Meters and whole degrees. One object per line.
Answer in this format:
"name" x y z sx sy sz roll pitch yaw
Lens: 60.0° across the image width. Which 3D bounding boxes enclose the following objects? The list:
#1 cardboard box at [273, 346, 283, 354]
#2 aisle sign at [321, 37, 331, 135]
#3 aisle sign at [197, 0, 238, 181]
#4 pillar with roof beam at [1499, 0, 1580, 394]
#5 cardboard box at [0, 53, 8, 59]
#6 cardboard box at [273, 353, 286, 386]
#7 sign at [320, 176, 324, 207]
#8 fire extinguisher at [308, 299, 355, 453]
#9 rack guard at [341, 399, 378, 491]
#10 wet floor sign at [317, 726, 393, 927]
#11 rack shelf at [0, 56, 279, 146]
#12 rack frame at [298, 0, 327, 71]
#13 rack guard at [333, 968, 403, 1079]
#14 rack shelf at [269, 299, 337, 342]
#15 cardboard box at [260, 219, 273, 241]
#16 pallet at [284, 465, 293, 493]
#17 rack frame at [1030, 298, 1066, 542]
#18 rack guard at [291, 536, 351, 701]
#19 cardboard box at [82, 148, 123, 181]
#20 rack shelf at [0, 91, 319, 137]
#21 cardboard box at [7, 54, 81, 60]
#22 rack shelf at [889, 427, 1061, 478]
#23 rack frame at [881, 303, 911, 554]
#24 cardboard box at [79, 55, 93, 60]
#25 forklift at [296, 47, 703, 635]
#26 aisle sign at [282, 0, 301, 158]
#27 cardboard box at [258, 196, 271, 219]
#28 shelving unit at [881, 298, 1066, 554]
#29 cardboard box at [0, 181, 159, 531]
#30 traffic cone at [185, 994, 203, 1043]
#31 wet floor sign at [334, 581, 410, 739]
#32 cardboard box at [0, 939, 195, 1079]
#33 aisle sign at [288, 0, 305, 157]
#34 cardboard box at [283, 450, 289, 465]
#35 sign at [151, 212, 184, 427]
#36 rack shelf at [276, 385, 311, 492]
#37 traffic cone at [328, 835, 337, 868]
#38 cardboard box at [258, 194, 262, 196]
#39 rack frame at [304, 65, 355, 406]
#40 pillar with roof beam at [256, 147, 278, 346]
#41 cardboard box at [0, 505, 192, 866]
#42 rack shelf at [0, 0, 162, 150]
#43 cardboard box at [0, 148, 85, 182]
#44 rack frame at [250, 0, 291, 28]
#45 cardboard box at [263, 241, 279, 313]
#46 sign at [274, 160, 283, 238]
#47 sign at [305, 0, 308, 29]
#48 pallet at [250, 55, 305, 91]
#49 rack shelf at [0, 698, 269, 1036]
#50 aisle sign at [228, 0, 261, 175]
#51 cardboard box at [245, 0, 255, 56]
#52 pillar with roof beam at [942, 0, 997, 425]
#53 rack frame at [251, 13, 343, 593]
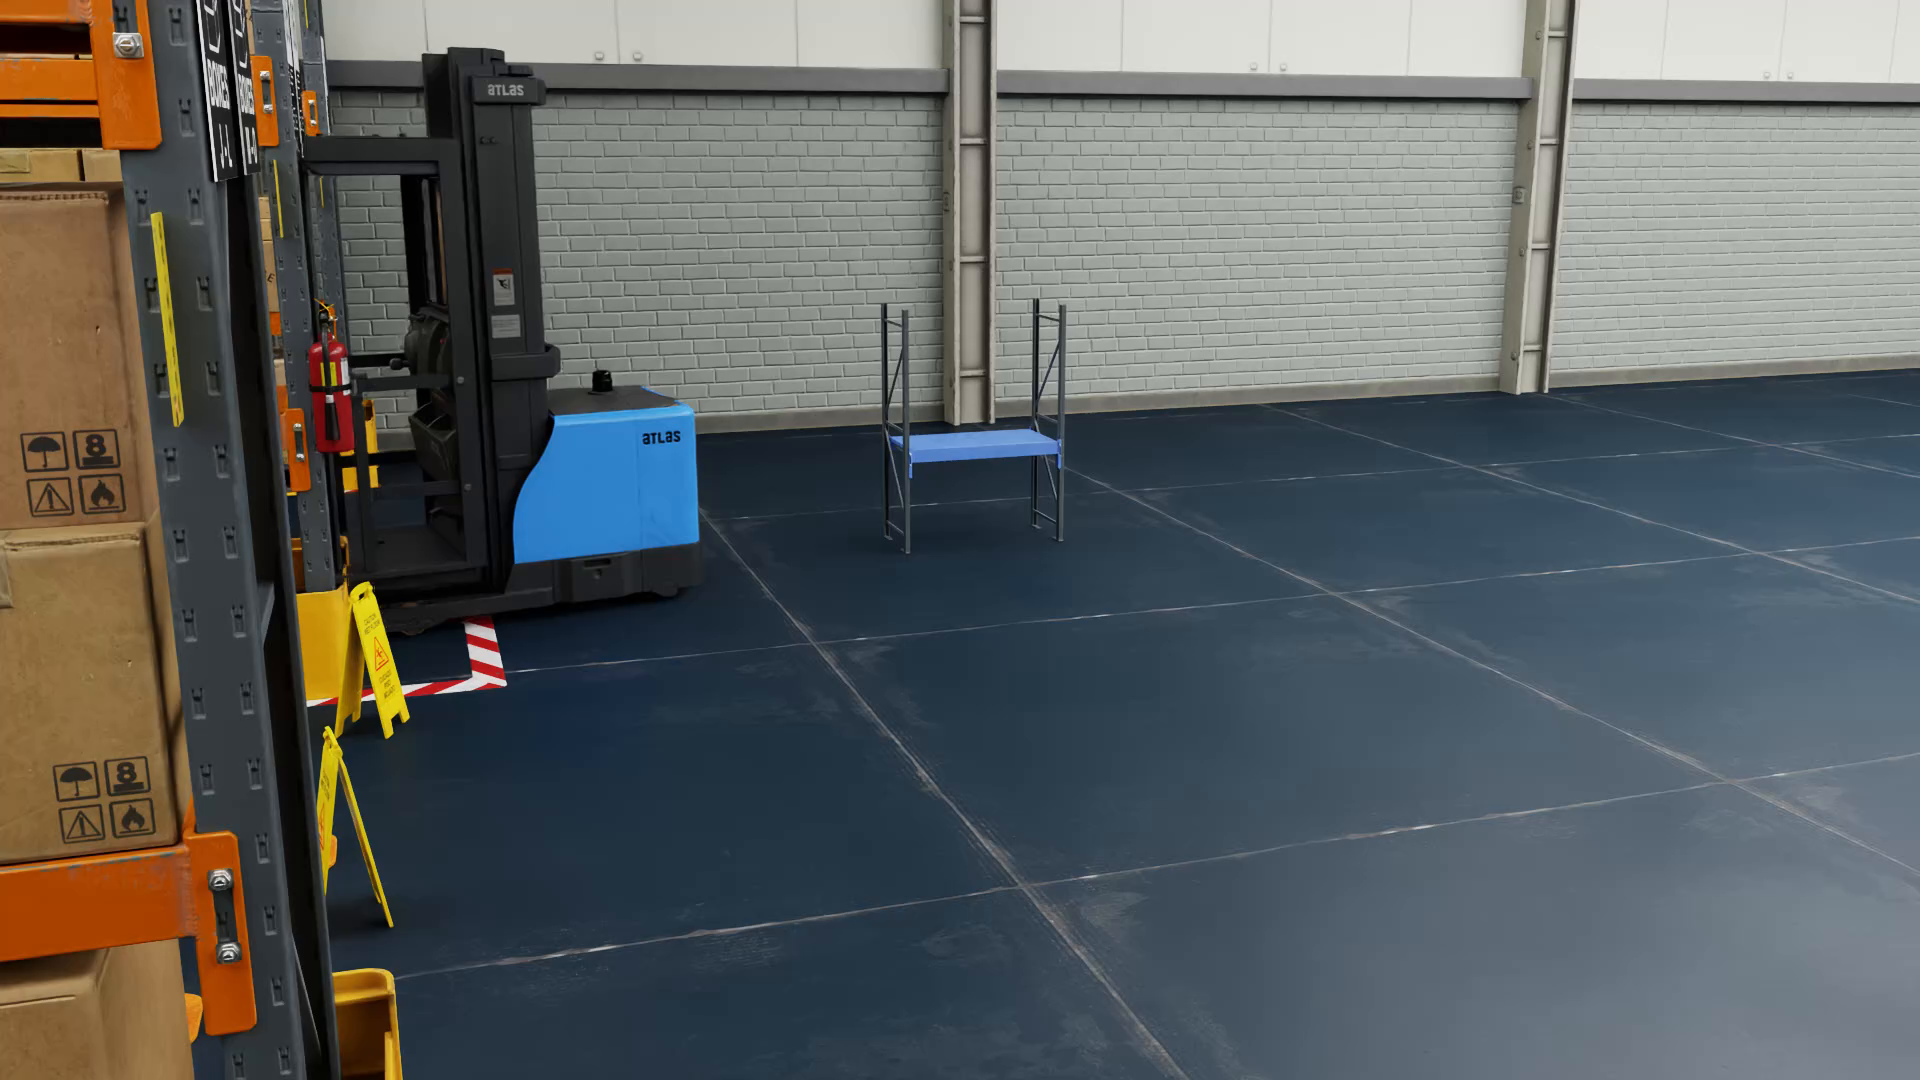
"cardboard box" -5.171 -1.311 12.546 0.500 0.250 0.500 -5 14 -19
"aisle sign" -4.500 -3.157 11.816 0.004 0.787 0.394 -4 14 -18
"aisle sign" -1.231 -0.990 2.703 0.004 0.787 0.394 -4 14 -18
"pillar with roof beam" 7.144 -4.958 12.042 0.400 9.000 9.100 -4 14 -18
"cardboard box" -4.067 -2.071 6.929 0.250 0.149 0.380 -4 14 -18
"cardboard box" -4.992 -1.203 12.090 0.500 0.250 0.500 -4 14 -16
"sign" -4.496 -2.510 11.701 0.005 0.325 0.100 -4 14 -18
"fire extinguisher" -2.813 -0.733 7.411 0.183 0.674 0.296 -4 14 -18
"rack guard" -4.633 -0.738 12.664 0.348 0.500 1.175 -4 14 -18
"wet floor sign" -1.998 0.924 5.366 0.232 0.644 0.267 -7 15 -28
"rack shelf" -4.964 -1.825 6.907 4.000 0.370 1.077 -4 14 -18
"rack frame" -4.655 -4.871 11.673 0.127 3.000 1.000 -4 14 -18
"rack guard" -1.372 1.429 3.555 0.348 0.500 1.175 -4 14 -18
"rack shelf" -6.551 -1.454 11.830 4.000 0.370 1.077 -4 14 -18
"cardboard box" -4.895 -2.229 11.914 0.250 0.149 0.380 -4 14 -17
"pallet" -5.367 -0.530 12.414 1.213 0.211 1.003 -4 14 -18
"rack frame" 0.563 -0.773 10.653 0.032 1.500 0.500 -4 14 -18
"rack guard" -3.141 0.358 8.057 0.348 0.500 1.175 -4 14 -18
"cardboard box" -3.483 -1.458 7.270 0.500 0.500 0.700 -5 14 -19
"rack shelf" -6.551 -2.914 11.482 4.000 0.370 1.077 -4 14 -18
"cardboard box" -3.806 -2.075 6.946 0.250 0.149 0.380 -4 14 -16
"rack shelf" 0.081 -0.561 10.537 1.000 0.185 0.538 -4 14 -18
"rack frame" -0.401 -0.698 10.338 0.032 1.500 0.500 -4 14 -18
"cardboard box" -3.543 -2.087 6.997 0.250 0.149 0.380 -4 14 -18
"forklift" -2.989 -1.052 8.733 3.031 2.935 1.130 -7 15 -27
"aisle sign" -2.918 -2.069 7.242 0.004 0.787 0.394 -4 14 -18
"cardboard box" -4.928 -2.388 11.940 0.250 0.149 0.380 -4 14 -18
"shelving unit" 0.081 -0.736 10.496 1.048 1.500 0.538 -4 14 -18
"cardboard box" -1.758 -0.365 3.037 0.550 0.550 0.875 -4 14 -18
"traffic cone" -2.351 1.177 4.697 0.334 0.463 0.336 -4 14 -18
"wet floor sign" -2.547 0.502 7.136 0.232 0.644 0.267 0 13 1
"cardboard box" -2.016 1.109 3.184 0.875 0.875 0.875 -4 14 -18
"aisle sign" -3.109 -2.201 7.795 0.004 0.787 0.394 -4 14 -18
"cardboard box" -5.000 -0.715 12.199 0.500 0.250 0.500 -4 14 -18
"sign" -1.234 -0.344 2.592 0.005 0.325 0.100 -4 14 -18
"rack shelf" -4.964 -0.366 7.254 4.000 0.370 1.077 -4 14 -18
"traffic cone" -2.389 0.904 5.844 0.334 0.463 0.336 -4 14 -18
"cardboard box" -5.314 -2.477 12.314 0.250 0.149 0.380 -4 14 -16
"rack frame" -4.655 -1.952 12.367 0.127 3.000 1.000 -4 14 -18
"pillar with roof beam" -4.230 -4.073 8.318 0.400 9.000 9.100 -4 14 -18
"cardboard box" -1.732 0.179 3.084 0.550 0.550 0.875 -4 14 -18
"rack shelf" -3.290 -0.747 2.374 4.000 0.370 1.077 -4 14 -18
"cardboard box" -3.965 -1.422 7.120 0.500 0.500 0.700 -4 14 -18
"rack frame" -3.069 -3.782 7.097 0.127 3.000 1.000 -4 14 -18
"cardboard box" -5.038 -1.907 11.960 0.500 0.500 0.500 -5 14 -19
"sign" -2.911 -1.457 7.103 0.005 0.325 0.100 -4 14 -18
"sign" -4.496 -3.683 11.422 0.005 0.325 0.100 -4 14 -18
"pallet" -5.334 -3.322 11.834 1.213 0.211 1.003 -4 14 -18
"rack shelf" -3.290 0.712 2.721 4.000 0.370 1.077 -4 14 -18
"aisle sign" -1.423 -1.121 3.256 0.004 0.787 0.394 -4 14 -18
"cardboard box" -4.997 -3.627 11.586 0.500 0.500 0.500 -4 14 -16
"pillar with roof beam" 1.457 -4.515 10.180 0.400 9.000 9.100 -4 14 -18
"rack frame" -3.069 -0.864 7.791 0.127 3.000 1.000 -4 14 -18
